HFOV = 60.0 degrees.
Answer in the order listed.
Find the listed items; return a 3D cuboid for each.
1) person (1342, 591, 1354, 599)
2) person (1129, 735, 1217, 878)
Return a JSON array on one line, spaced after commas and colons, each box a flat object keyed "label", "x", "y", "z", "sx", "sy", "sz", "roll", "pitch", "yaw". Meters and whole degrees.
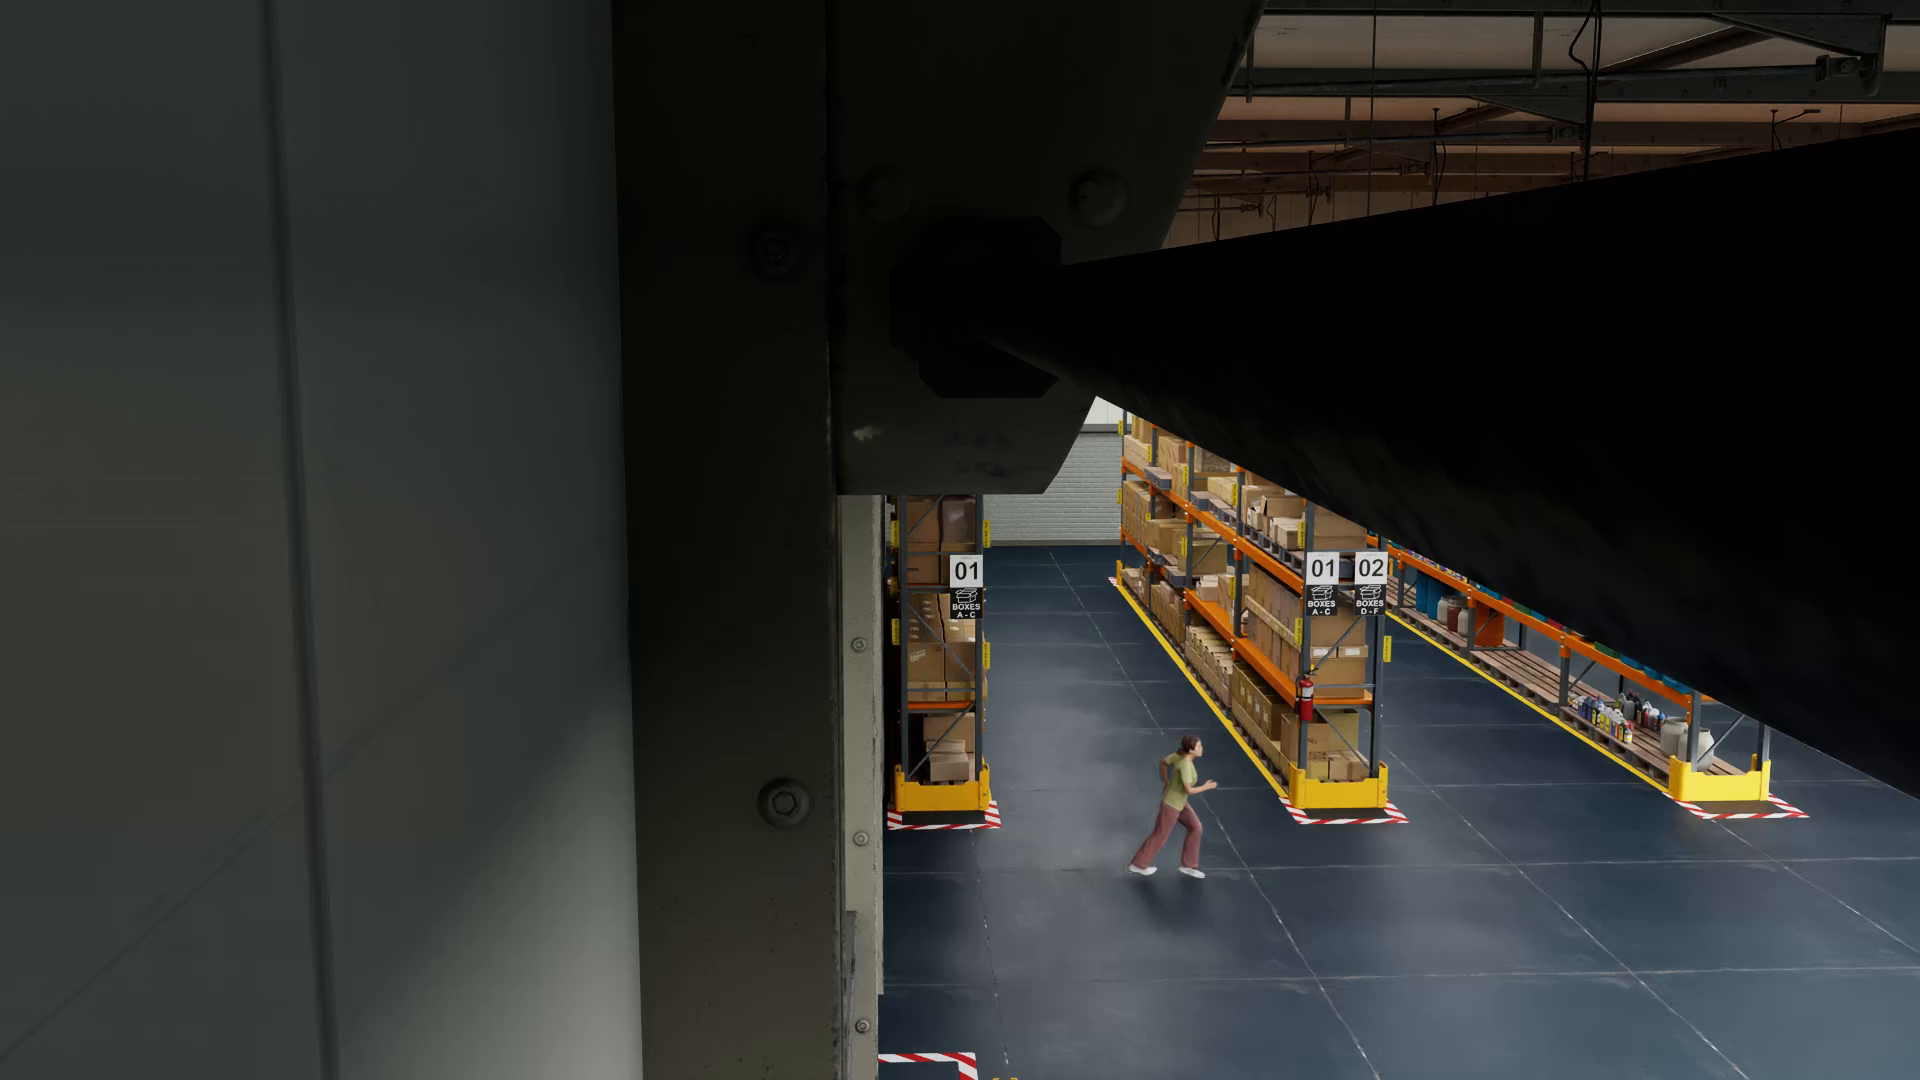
[{"label": "person", "x": 6.655, "y": 1.241, "z": 28.936, "sx": 0.566, "sy": 1.718, "sz": 0.695, "roll": -2, "pitch": 9, "yaw": -13}, {"label": "person", "x": 2.307, "y": 2.893, "z": 17.996, "sx": 0.936, "sy": 1.639, "sz": 0.581, "roll": 1, "pitch": 9, "yaw": 9}]
